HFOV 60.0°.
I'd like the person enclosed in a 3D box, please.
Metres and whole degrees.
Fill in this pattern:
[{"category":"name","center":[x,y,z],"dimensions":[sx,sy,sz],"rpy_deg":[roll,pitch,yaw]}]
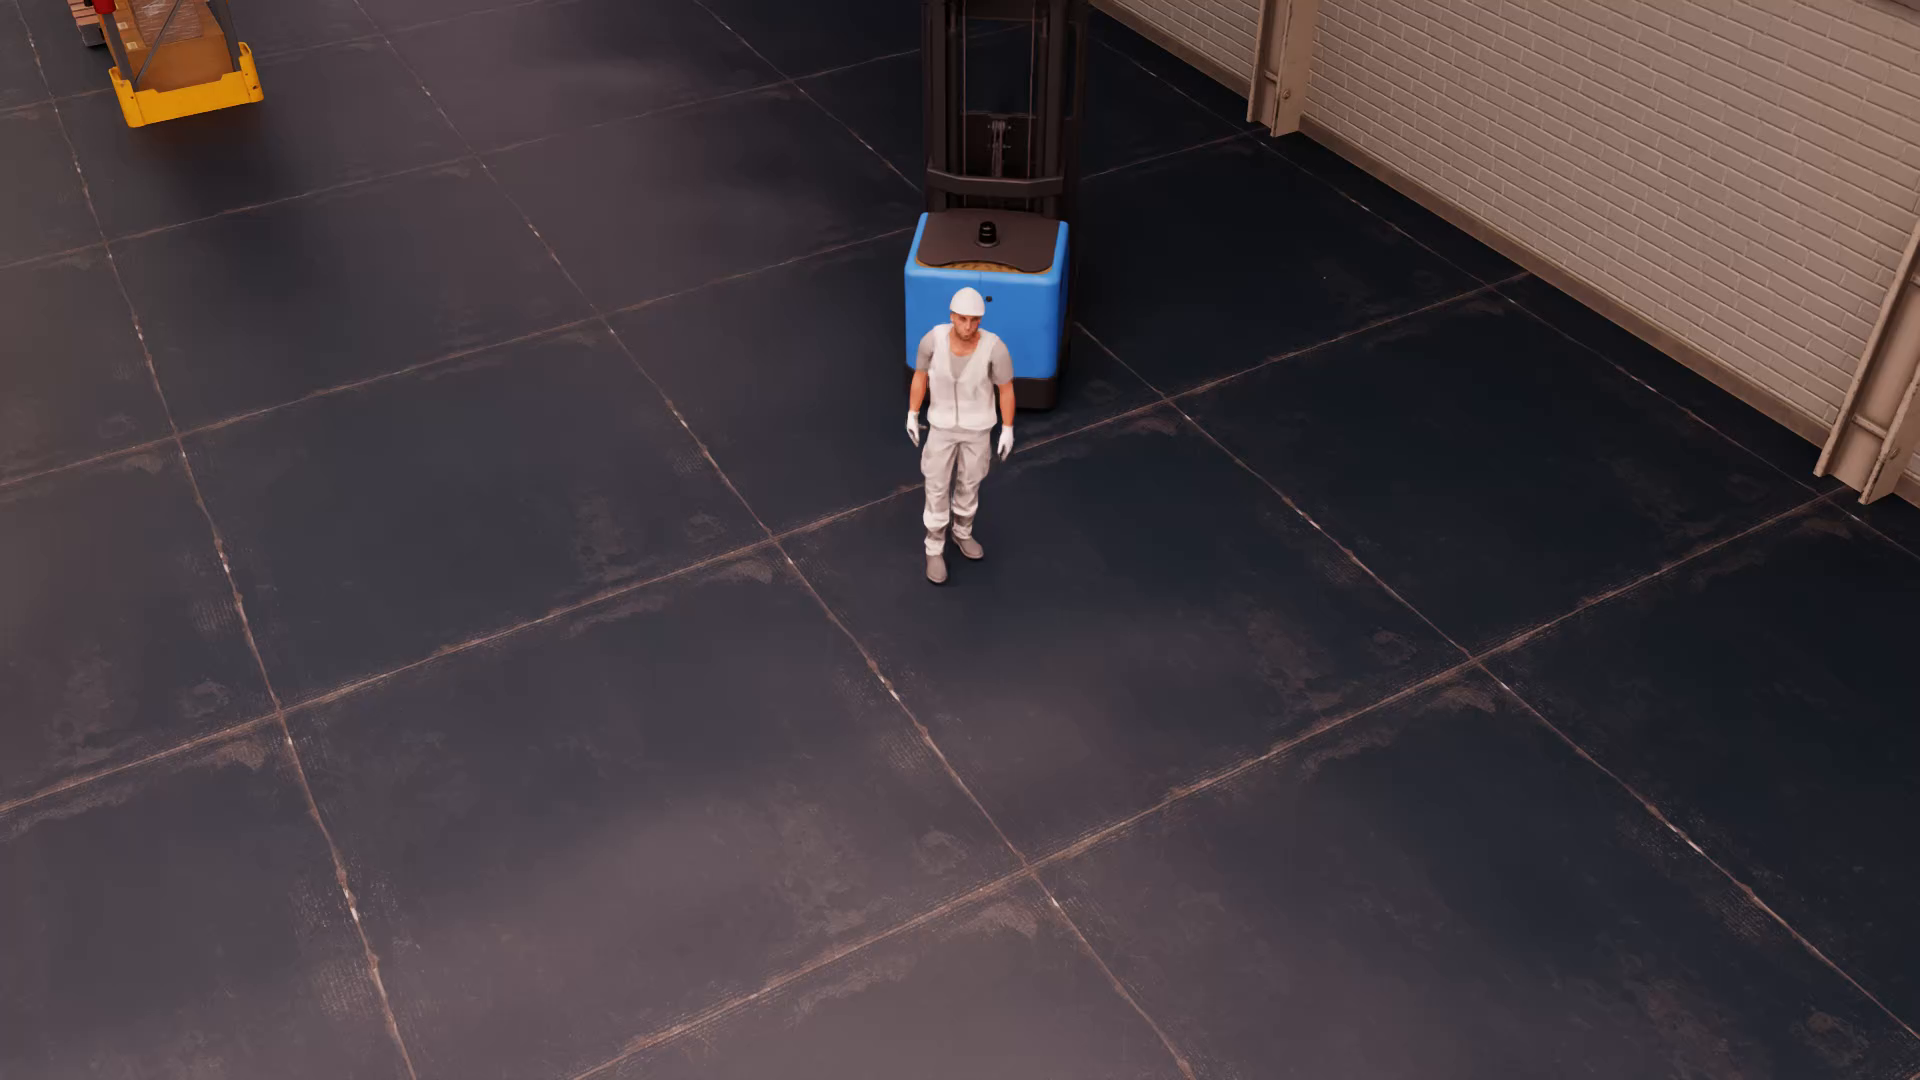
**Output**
[{"category":"person","center":[-0.009,-0.598,9.656],"dimensions":[0.639,1.785,0.637],"rpy_deg":[6,40,7]}]

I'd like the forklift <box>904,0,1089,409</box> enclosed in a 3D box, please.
[{"category":"forklift","center":[0.324,-2.955,11.599],"dimensions":[1.130,2.935,3.031],"rpy_deg":[5,40,6]}]
